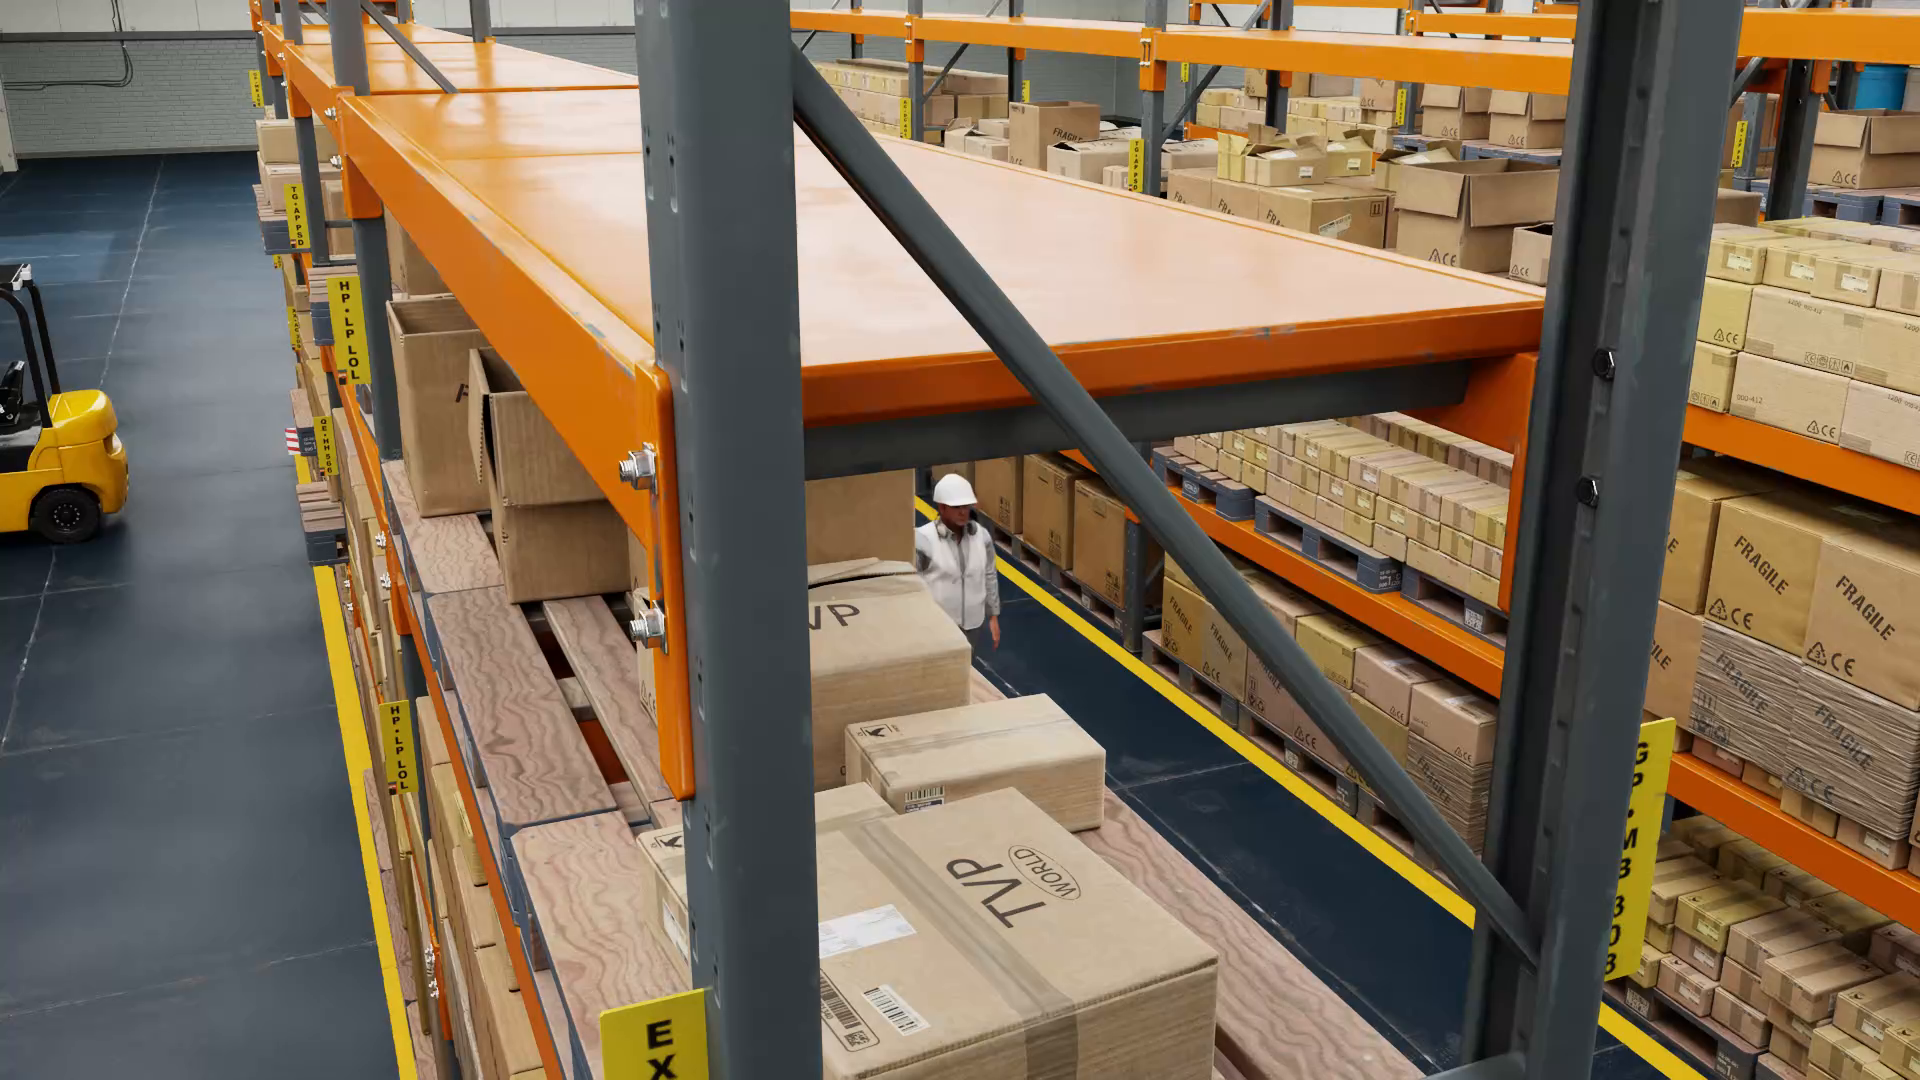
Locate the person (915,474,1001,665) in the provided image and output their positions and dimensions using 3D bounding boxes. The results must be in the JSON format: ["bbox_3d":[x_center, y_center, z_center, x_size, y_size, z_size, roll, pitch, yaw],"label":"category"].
[{"bbox_3d":[-0.050,0.495,9.582,0.560,1.829,0.524,-10,21,-28],"label":"person"}]
